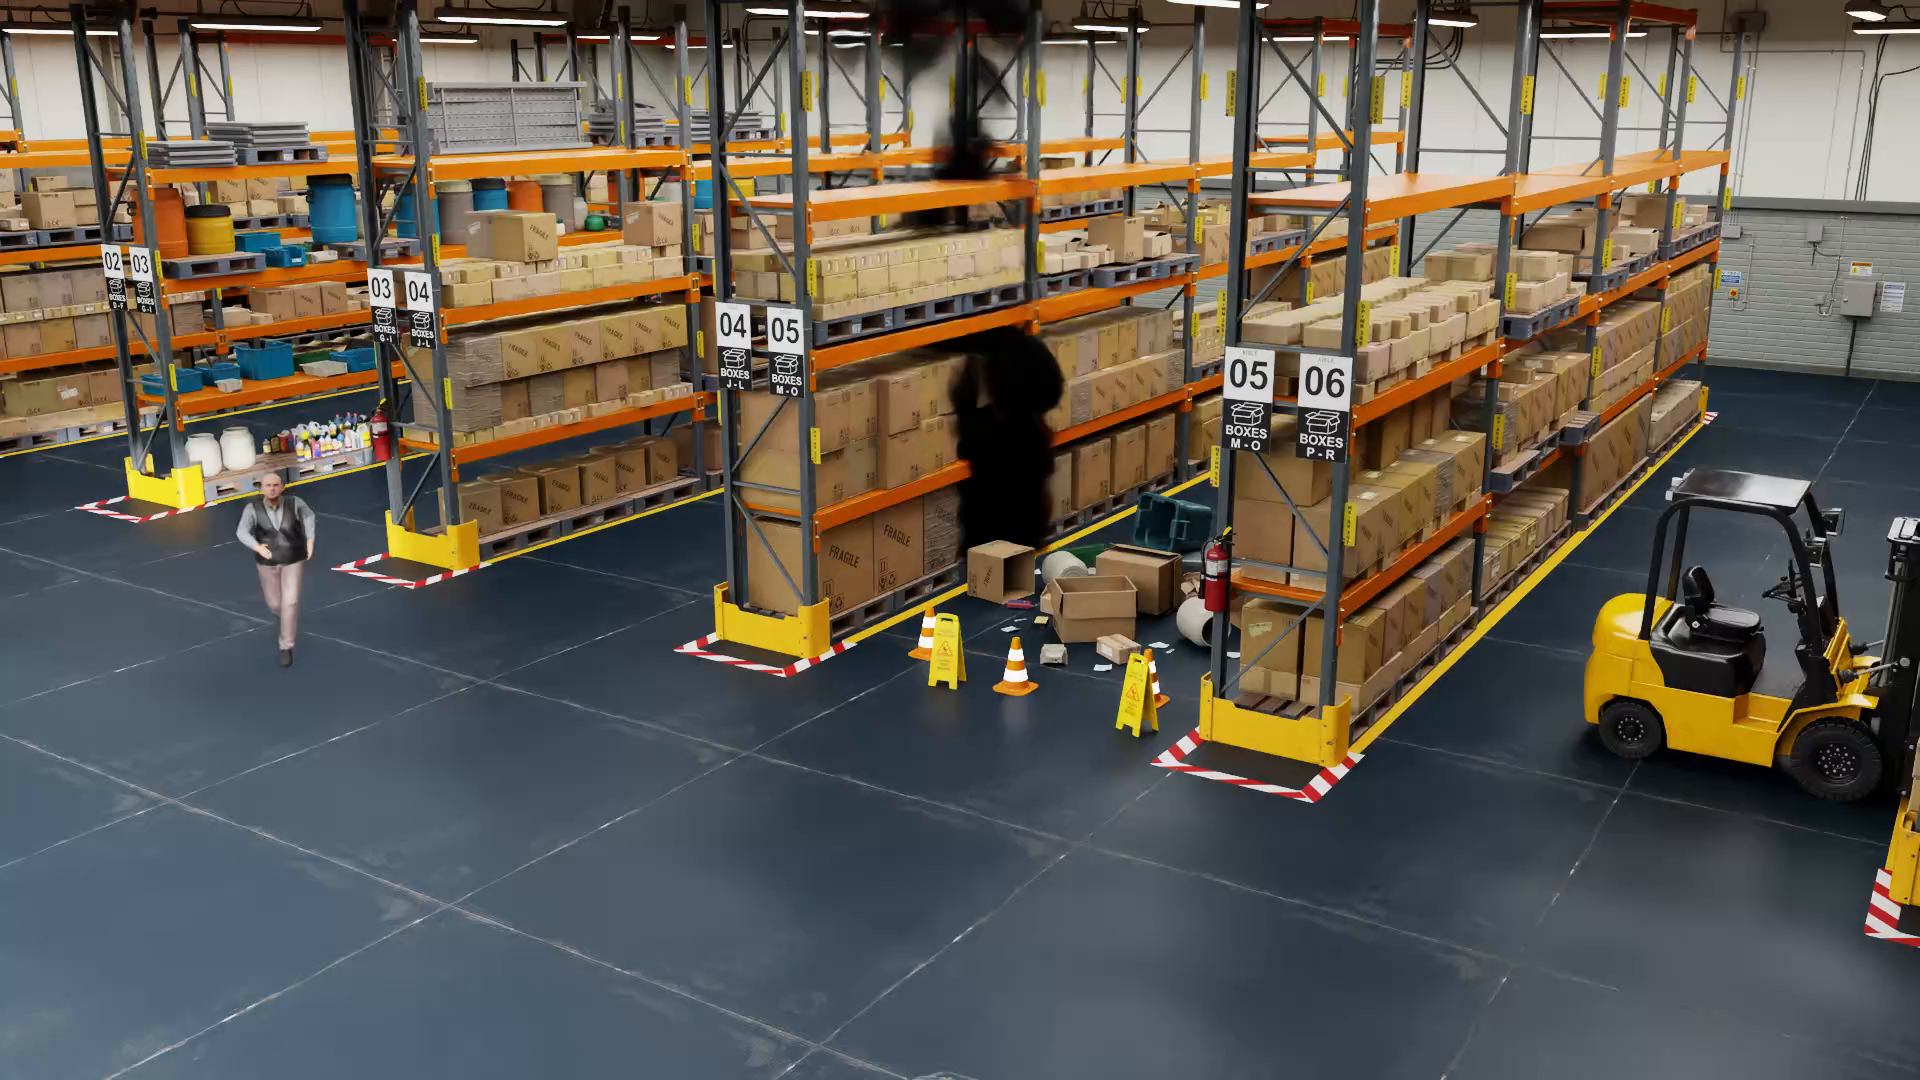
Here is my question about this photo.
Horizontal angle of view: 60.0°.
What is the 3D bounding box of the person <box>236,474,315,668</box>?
[{"bbox_3d":[-6.246,0.210,15.283,0.681,1.718,0.994,-6,17,-21],"label":"person"}]
